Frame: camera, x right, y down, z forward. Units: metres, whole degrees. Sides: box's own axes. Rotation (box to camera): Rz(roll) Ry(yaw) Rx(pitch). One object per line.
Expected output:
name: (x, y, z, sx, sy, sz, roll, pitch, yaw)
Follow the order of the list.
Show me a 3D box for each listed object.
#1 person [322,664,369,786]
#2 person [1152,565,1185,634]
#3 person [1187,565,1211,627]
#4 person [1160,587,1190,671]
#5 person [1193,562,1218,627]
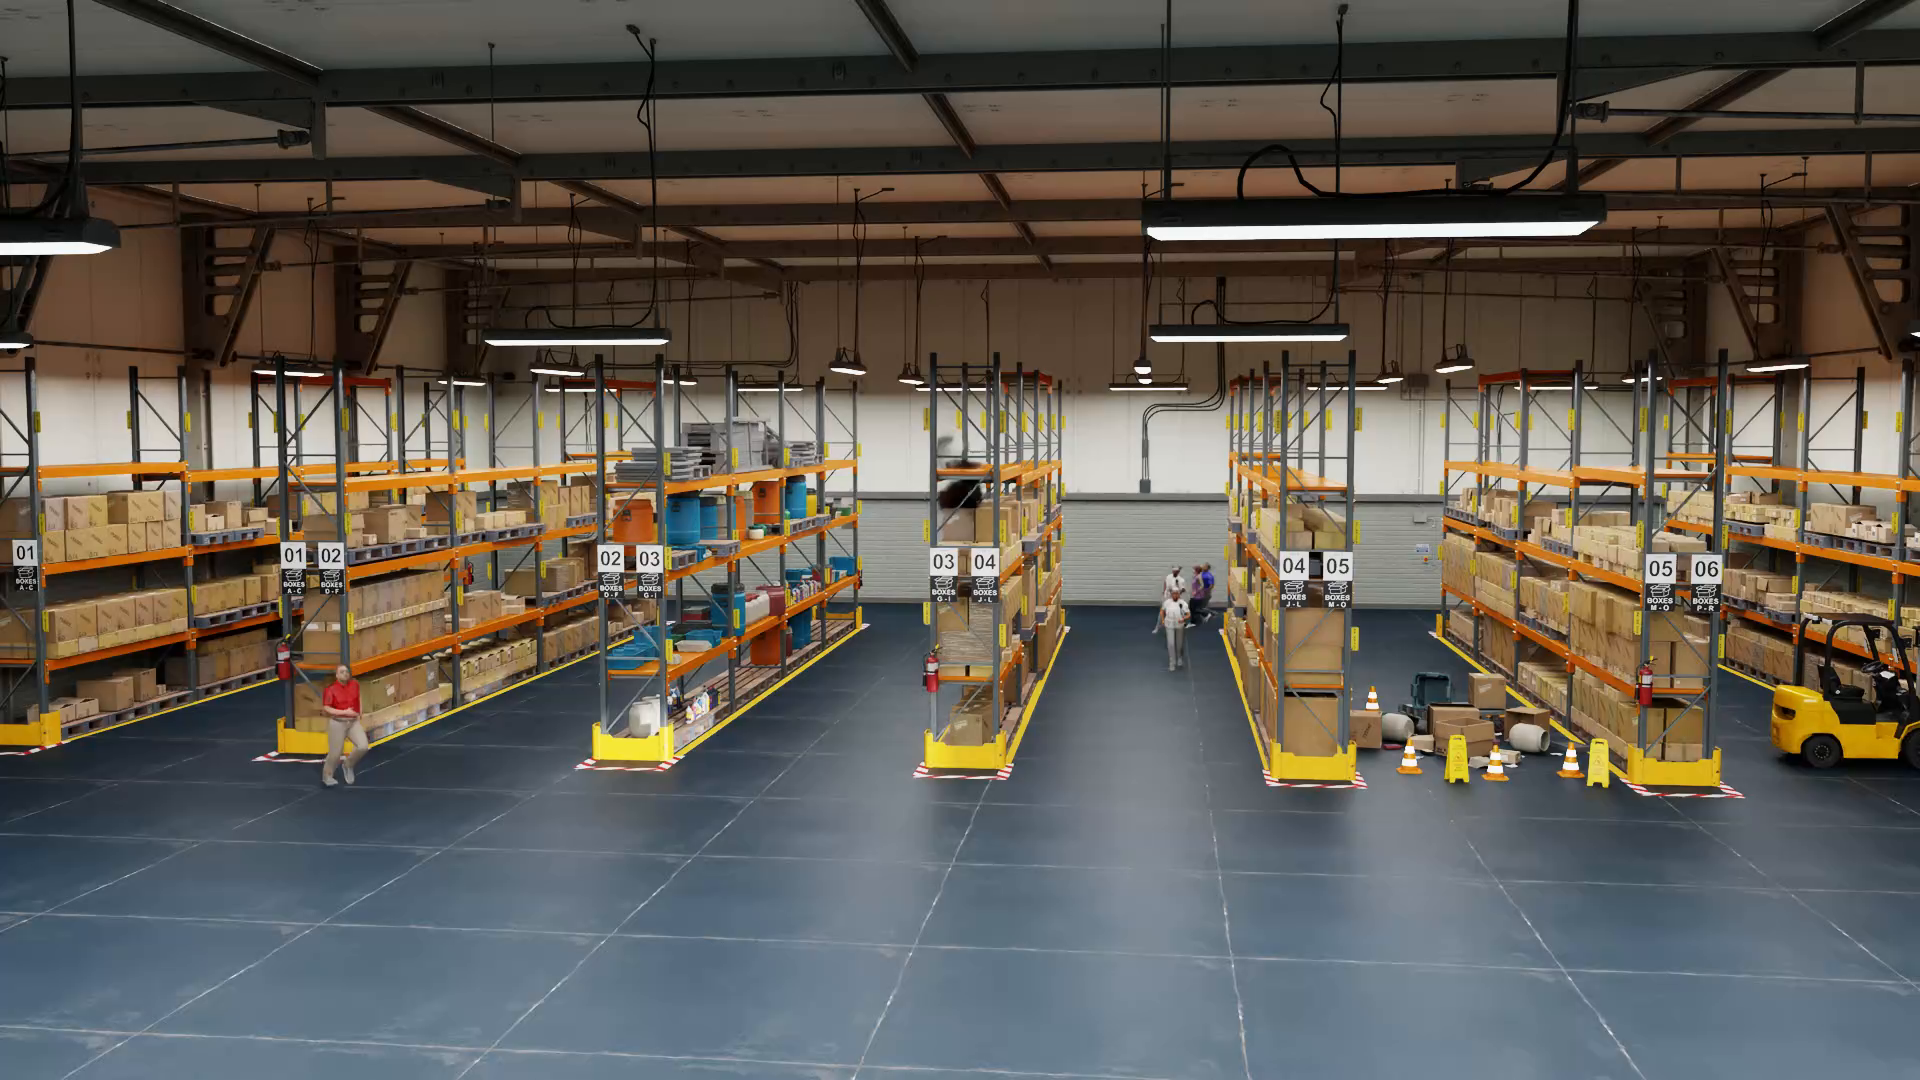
person: (-8.406, 2.532, 22.766, 0.836, 1.682, 0.681, 3, 5, 40)
person: (4.992, 1.382, 39.193, 0.687, 1.624, 0.946, 2, 5, 26)
person: (5.826, 1.378, 40.506, 0.611, 1.542, 0.584, 0, 4, -4)
person: (4.359, 1.786, 33.715, 0.623, 1.663, 0.801, 1, 4, 10)
person: (6.017, 1.341, 40.643, 0.637, 1.610, 0.620, -1, 4, -17)
